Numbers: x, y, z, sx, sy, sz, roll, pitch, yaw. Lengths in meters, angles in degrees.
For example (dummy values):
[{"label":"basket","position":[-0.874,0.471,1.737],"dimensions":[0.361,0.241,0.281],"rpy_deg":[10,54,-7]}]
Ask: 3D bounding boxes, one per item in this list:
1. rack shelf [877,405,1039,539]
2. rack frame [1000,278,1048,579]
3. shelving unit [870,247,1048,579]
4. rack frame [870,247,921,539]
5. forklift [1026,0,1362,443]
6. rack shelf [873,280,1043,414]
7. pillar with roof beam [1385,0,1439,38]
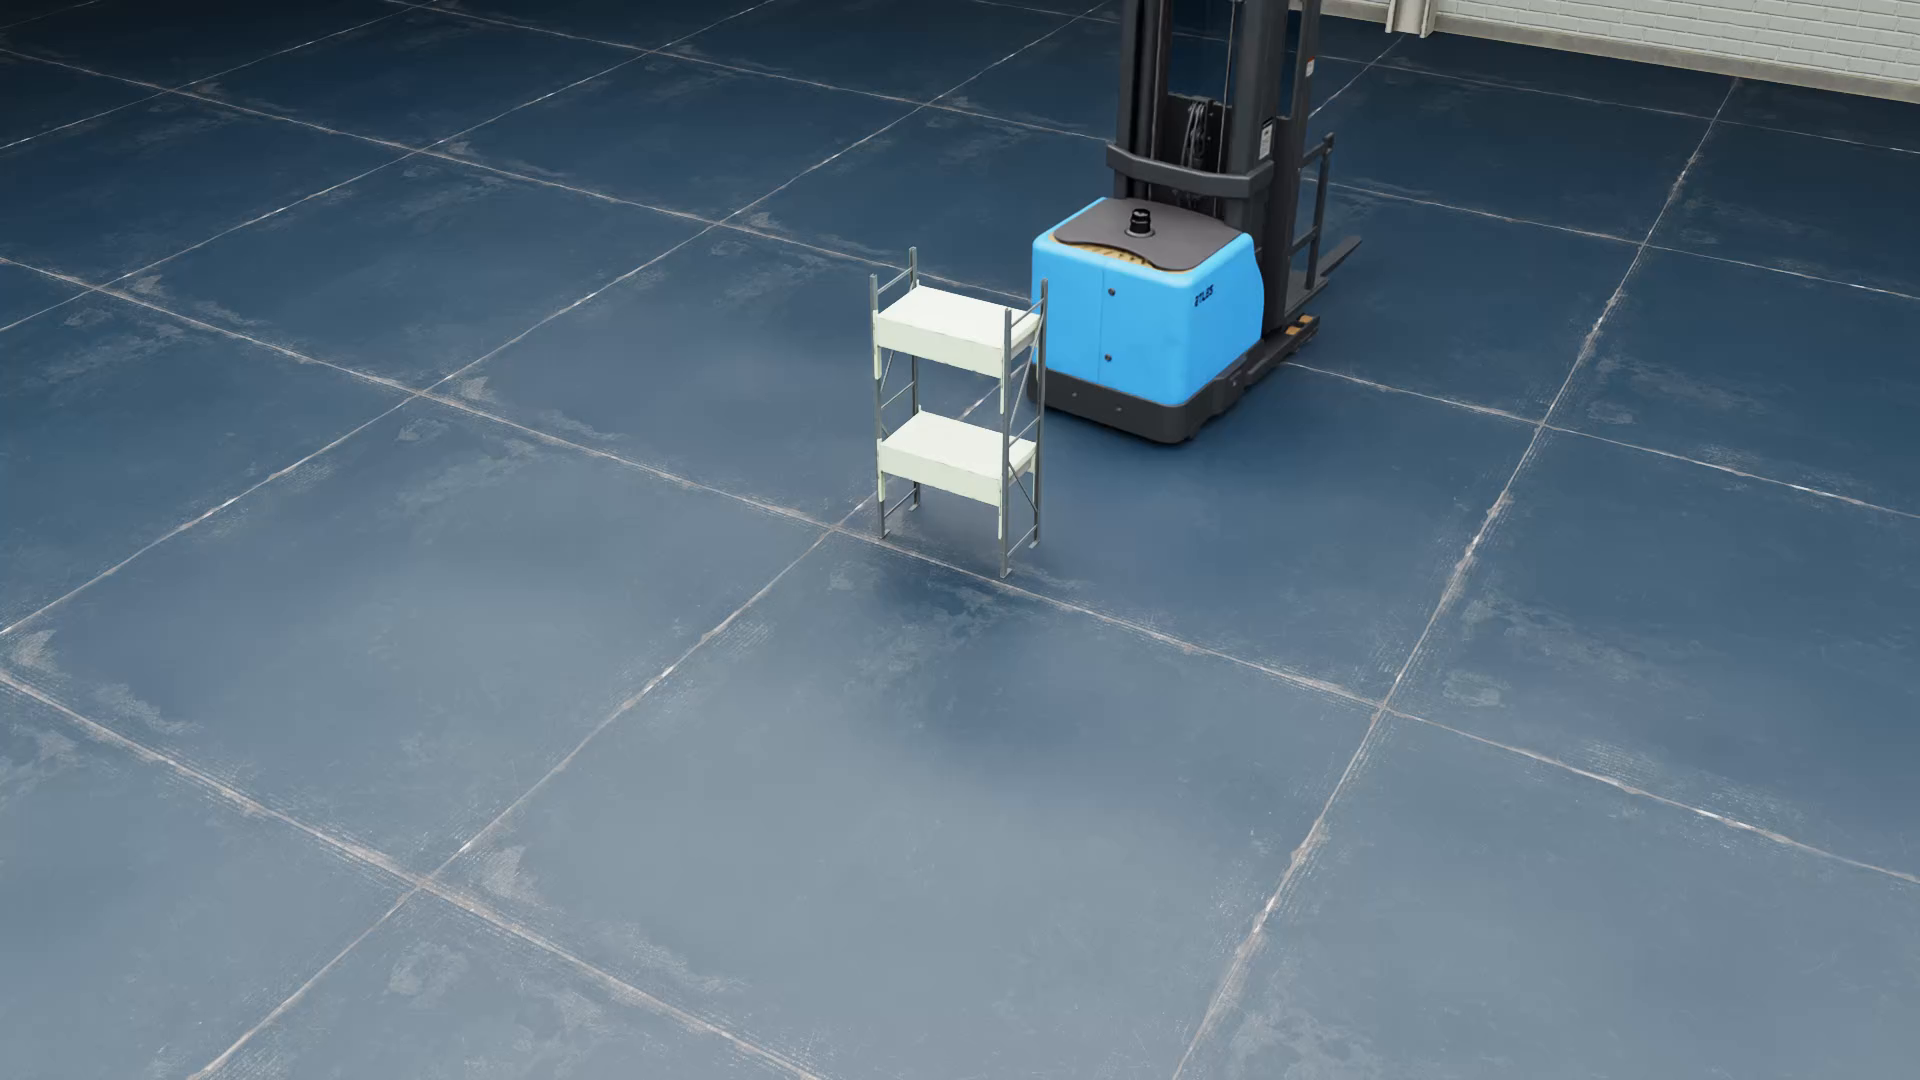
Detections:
[{"label":"rack shelf","position":[-0.006,-0.355,8.518],"dimensions":[0.720,0.370,0.431],"rpy_deg":[18,37,24]},{"label":"rack frame","position":[0.312,-0.525,8.186],"dimensions":[0.023,1.500,0.400],"rpy_deg":[18,37,24]},{"label":"shelving unit","position":[-0.006,-0.626,8.337],"dimensions":[0.755,1.500,0.431],"rpy_deg":[18,37,24]},{"label":"rack frame","position":[-0.324,-0.727,8.488],"dimensions":[0.023,1.500,0.400],"rpy_deg":[18,37,24]},{"label":"forklift","position":[1.646,-2.541,9.922],"dimensions":[1.130,2.935,3.031],"rpy_deg":[21,39,28]},{"label":"rack shelf","position":[-0.006,-0.951,8.121],"dimensions":[0.720,0.370,0.431],"rpy_deg":[18,37,24]},{"label":"pillar with roof beam","position":[2.244,-6.634,10.594],"dimensions":[0.400,9.000,9.100],"rpy_deg":[18,37,24]}]
